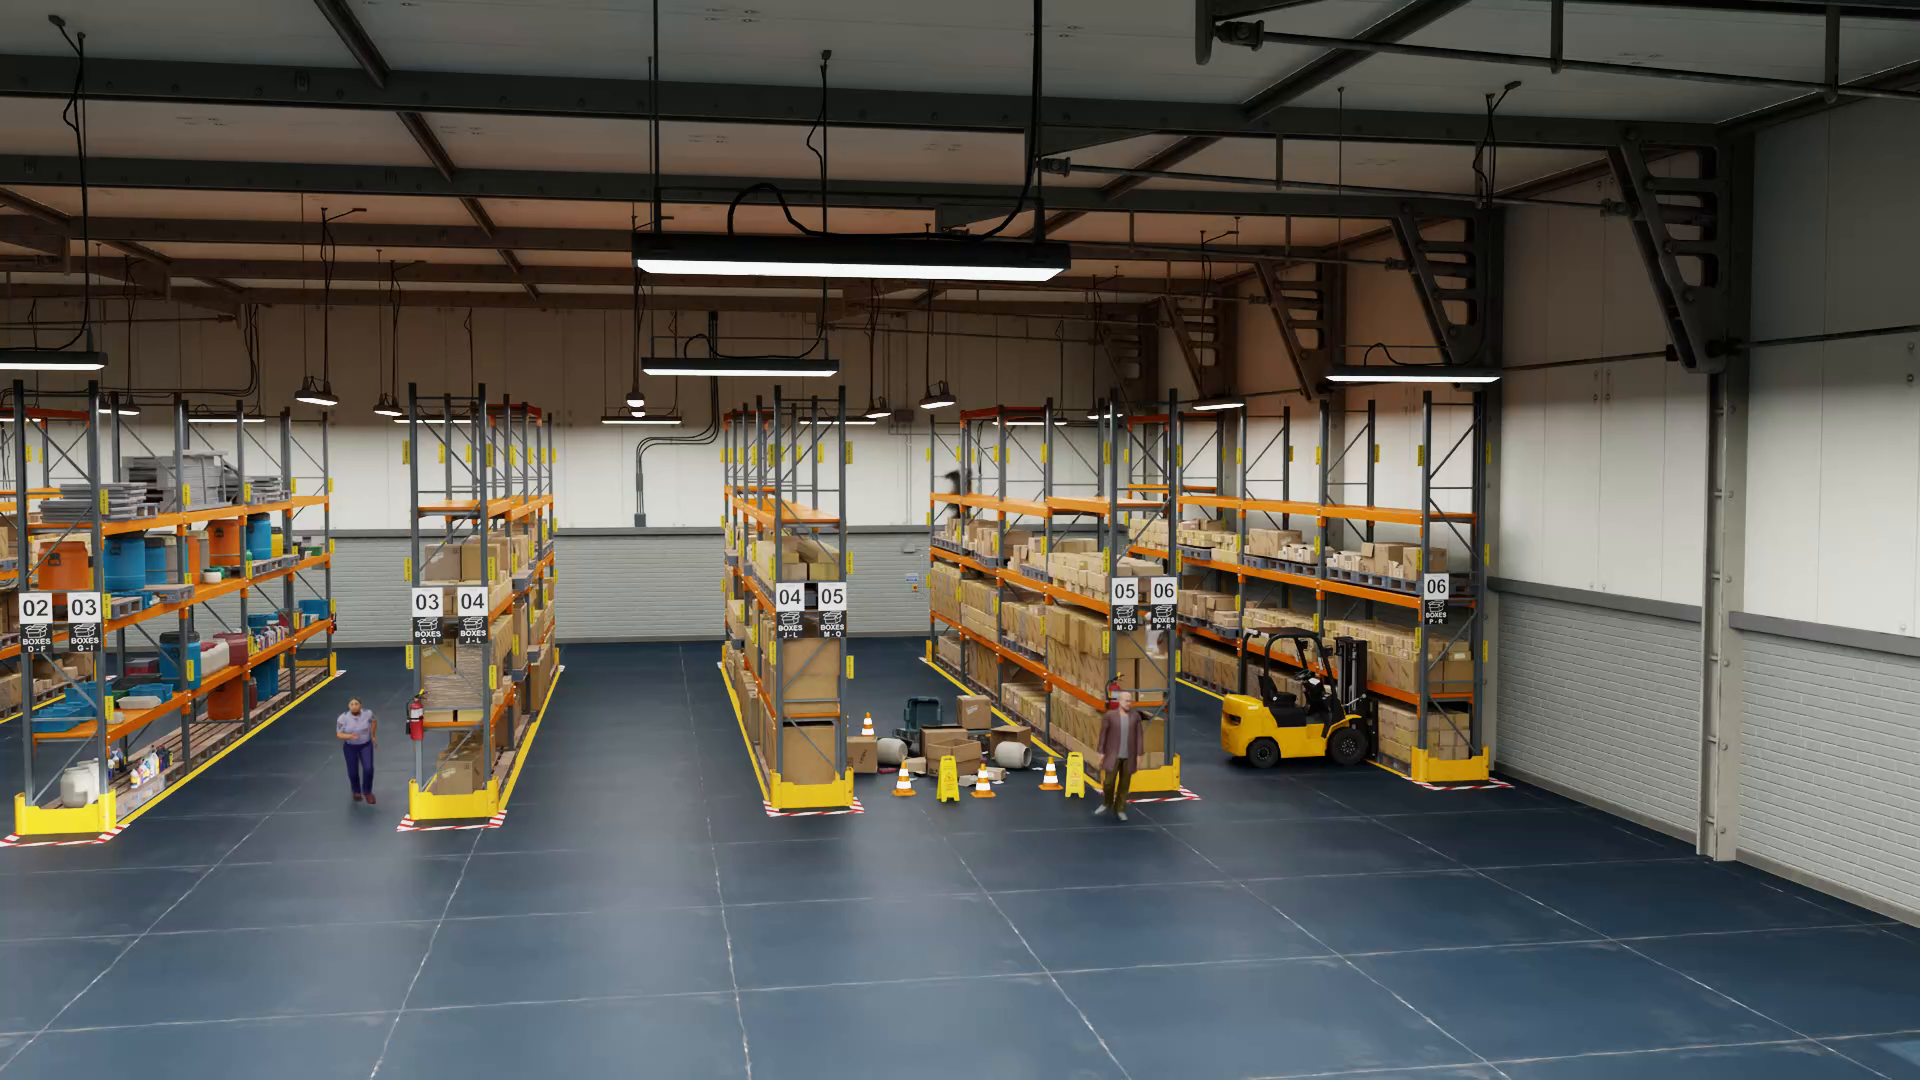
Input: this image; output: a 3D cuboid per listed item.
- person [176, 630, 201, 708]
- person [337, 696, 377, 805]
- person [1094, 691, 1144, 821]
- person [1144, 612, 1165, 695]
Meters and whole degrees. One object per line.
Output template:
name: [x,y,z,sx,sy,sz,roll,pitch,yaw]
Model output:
person: [-15.471,2.545,33.139,0.632,1.567,0.853,-2,3,-29]
person: [-8.633,3.001,23.826,0.529,1.578,0.881,-1,3,-17]
person: [2.182,2.949,22.759,0.664,1.768,0.504,0,3,-9]
person: [3.896,2.357,34.174,0.658,1.764,1.000,-1,3,-23]
